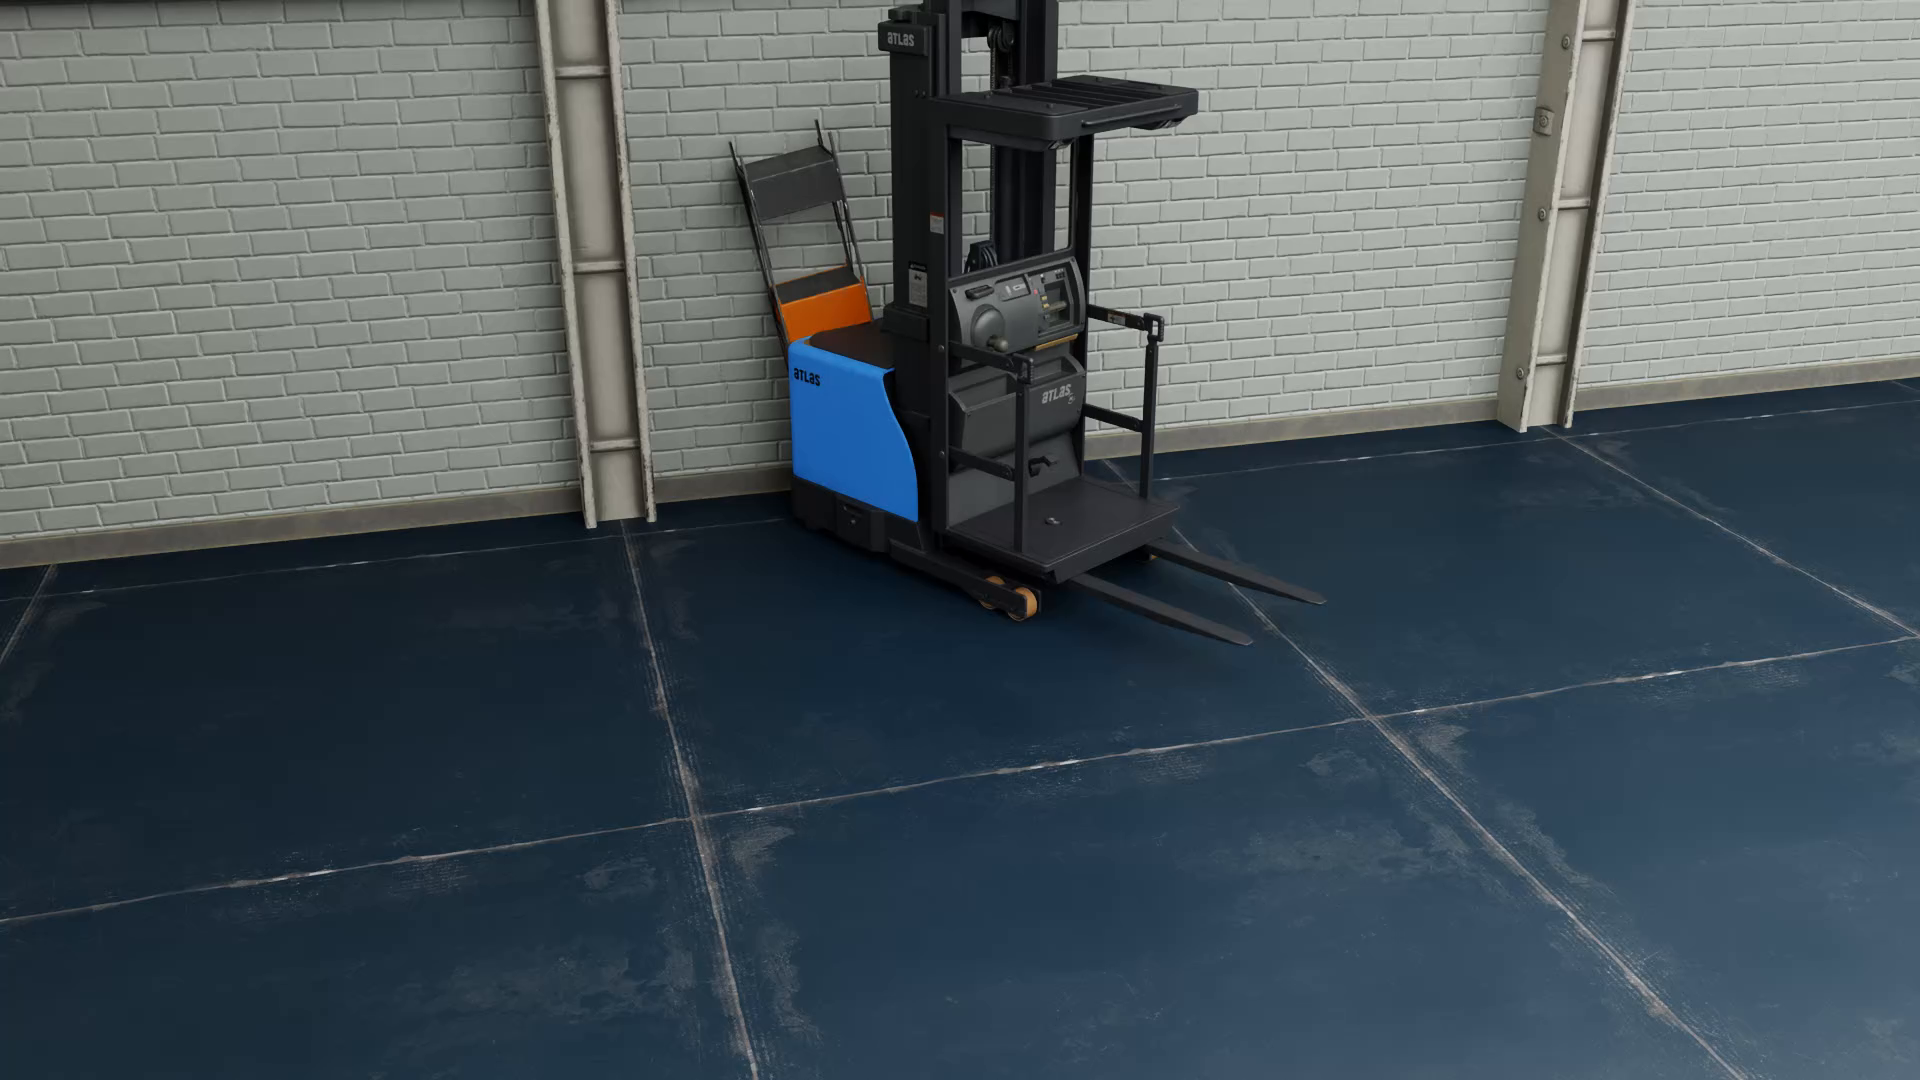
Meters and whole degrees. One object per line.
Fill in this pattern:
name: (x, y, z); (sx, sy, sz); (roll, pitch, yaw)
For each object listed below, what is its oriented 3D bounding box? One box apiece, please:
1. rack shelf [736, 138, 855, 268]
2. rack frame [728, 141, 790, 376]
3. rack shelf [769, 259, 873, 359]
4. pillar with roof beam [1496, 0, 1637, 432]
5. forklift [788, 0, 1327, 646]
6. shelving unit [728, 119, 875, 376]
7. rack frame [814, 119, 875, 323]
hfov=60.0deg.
rack shelf: (-0.900, -1.840, 9.064); (0.480, 0.518, 0.431); (-17, 27, -9)
rack frame: (-1.000, -1.170, 9.333); (0.015, 2.100, 0.400); (-17, 27, -9)
rack shelf: (-0.767, -1.229, 9.379); (0.480, 0.518, 0.431); (-17, 27, -9)
pillar with roof beam: (4.976, -3.285, 5.494); (0.400, 9.000, 9.100); (-6, 24, -14)
forklift: (0.451, -1.174, 8.268); (3.031, 2.935, 1.130); (21, 31, 40)
shelving unit: (-0.770, -1.241, 9.373); (0.503, 2.100, 0.431); (-17, 27, -9)
rack frame: (-0.539, -1.311, 9.412); (0.015, 2.100, 0.400); (-17, 27, -9)
